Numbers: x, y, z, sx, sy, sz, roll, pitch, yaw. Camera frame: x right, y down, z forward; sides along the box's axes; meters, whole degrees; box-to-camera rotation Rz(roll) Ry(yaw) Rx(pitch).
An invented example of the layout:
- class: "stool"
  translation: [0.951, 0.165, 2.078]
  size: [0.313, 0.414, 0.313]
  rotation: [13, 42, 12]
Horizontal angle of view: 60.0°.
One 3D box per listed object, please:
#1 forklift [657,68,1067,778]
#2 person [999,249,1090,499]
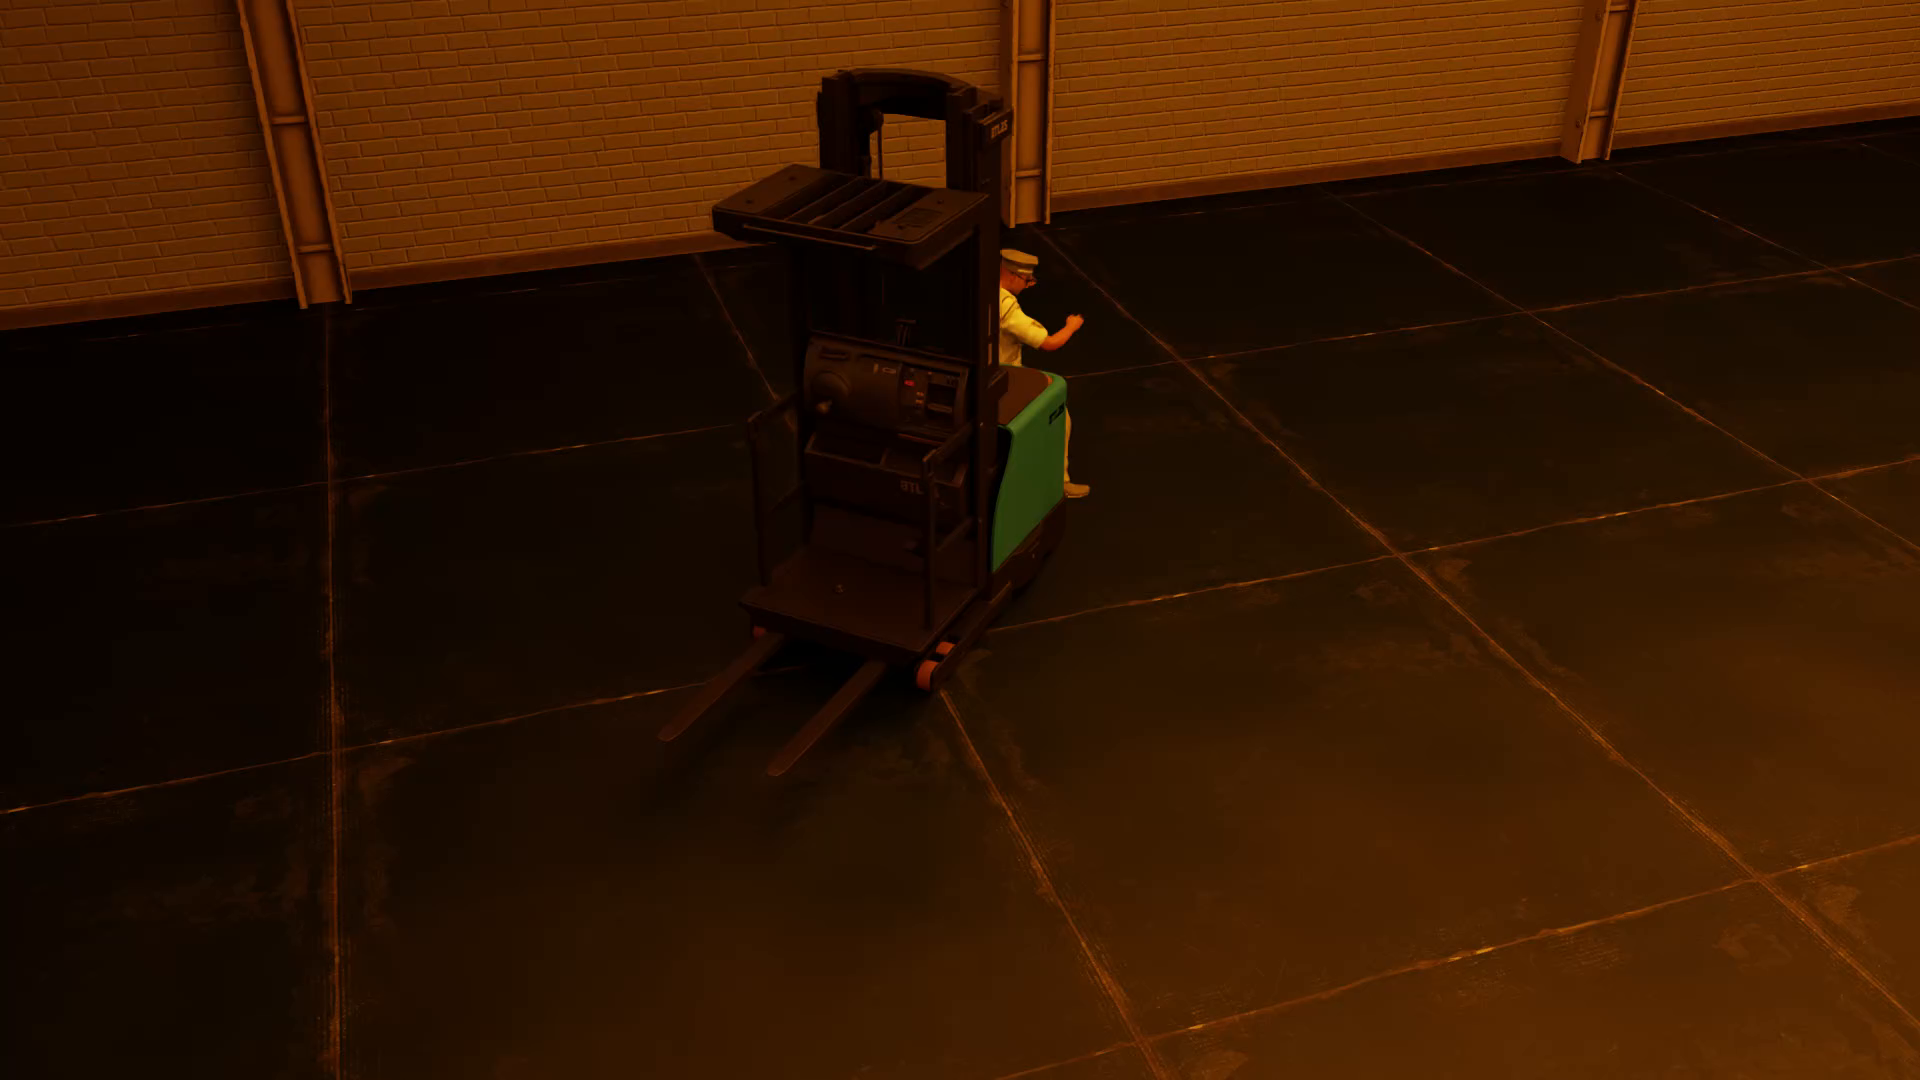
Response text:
- class: "forklift"
  translation: [-0.478, -0.732, 8.359]
  size: [1.130, 2.935, 3.031]
  rotation: [14, 33, 23]
- class: "person"
  translation: [0.388, -1.105, 10.457]
  size: [0.769, 1.526, 1.009]
  rotation: [-13, 32, -21]
